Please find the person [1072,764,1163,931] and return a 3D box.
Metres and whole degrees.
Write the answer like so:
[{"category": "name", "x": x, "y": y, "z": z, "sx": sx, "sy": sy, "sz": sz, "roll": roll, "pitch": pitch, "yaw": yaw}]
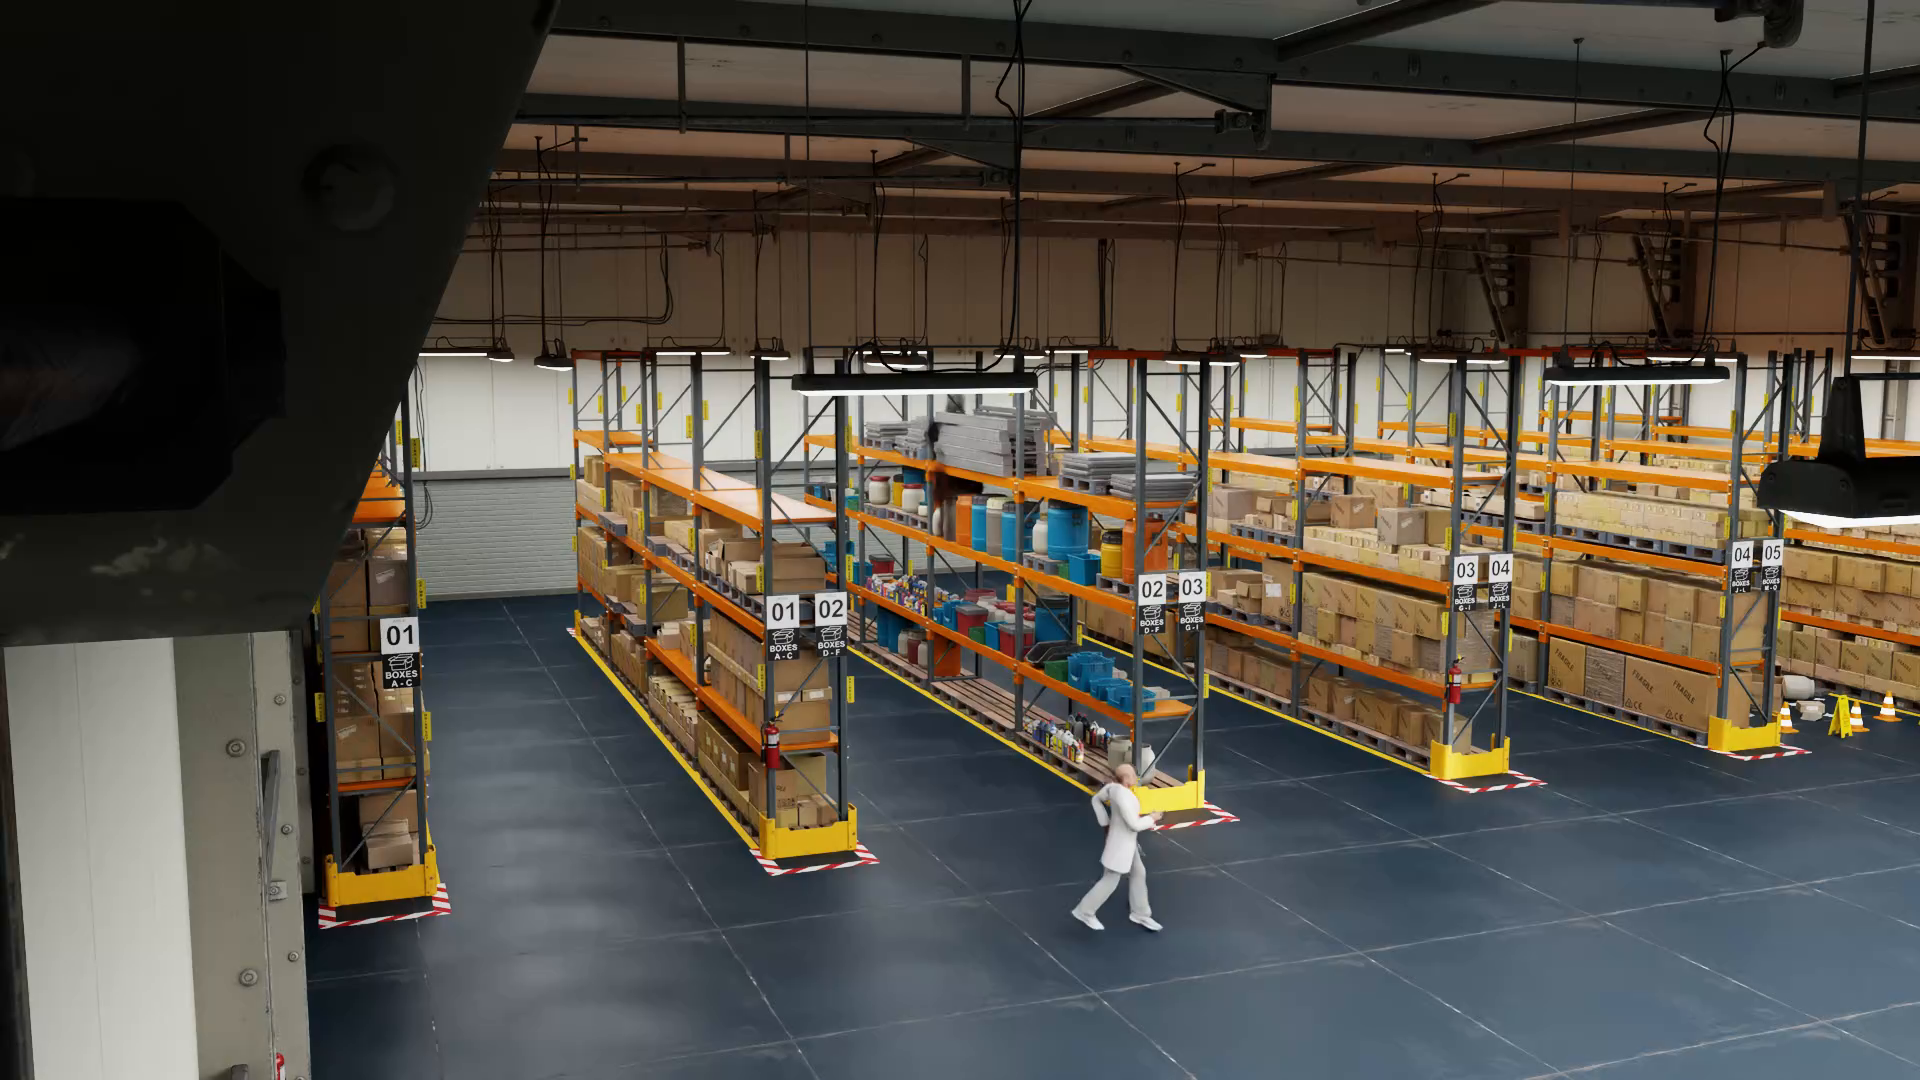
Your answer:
[{"category": "person", "x": 1.668, "y": 3.256, "z": 17.541, "sx": 0.977, "sy": 1.822, "sz": 0.680, "roll": 0, "pitch": 7, "yaw": -1}]
